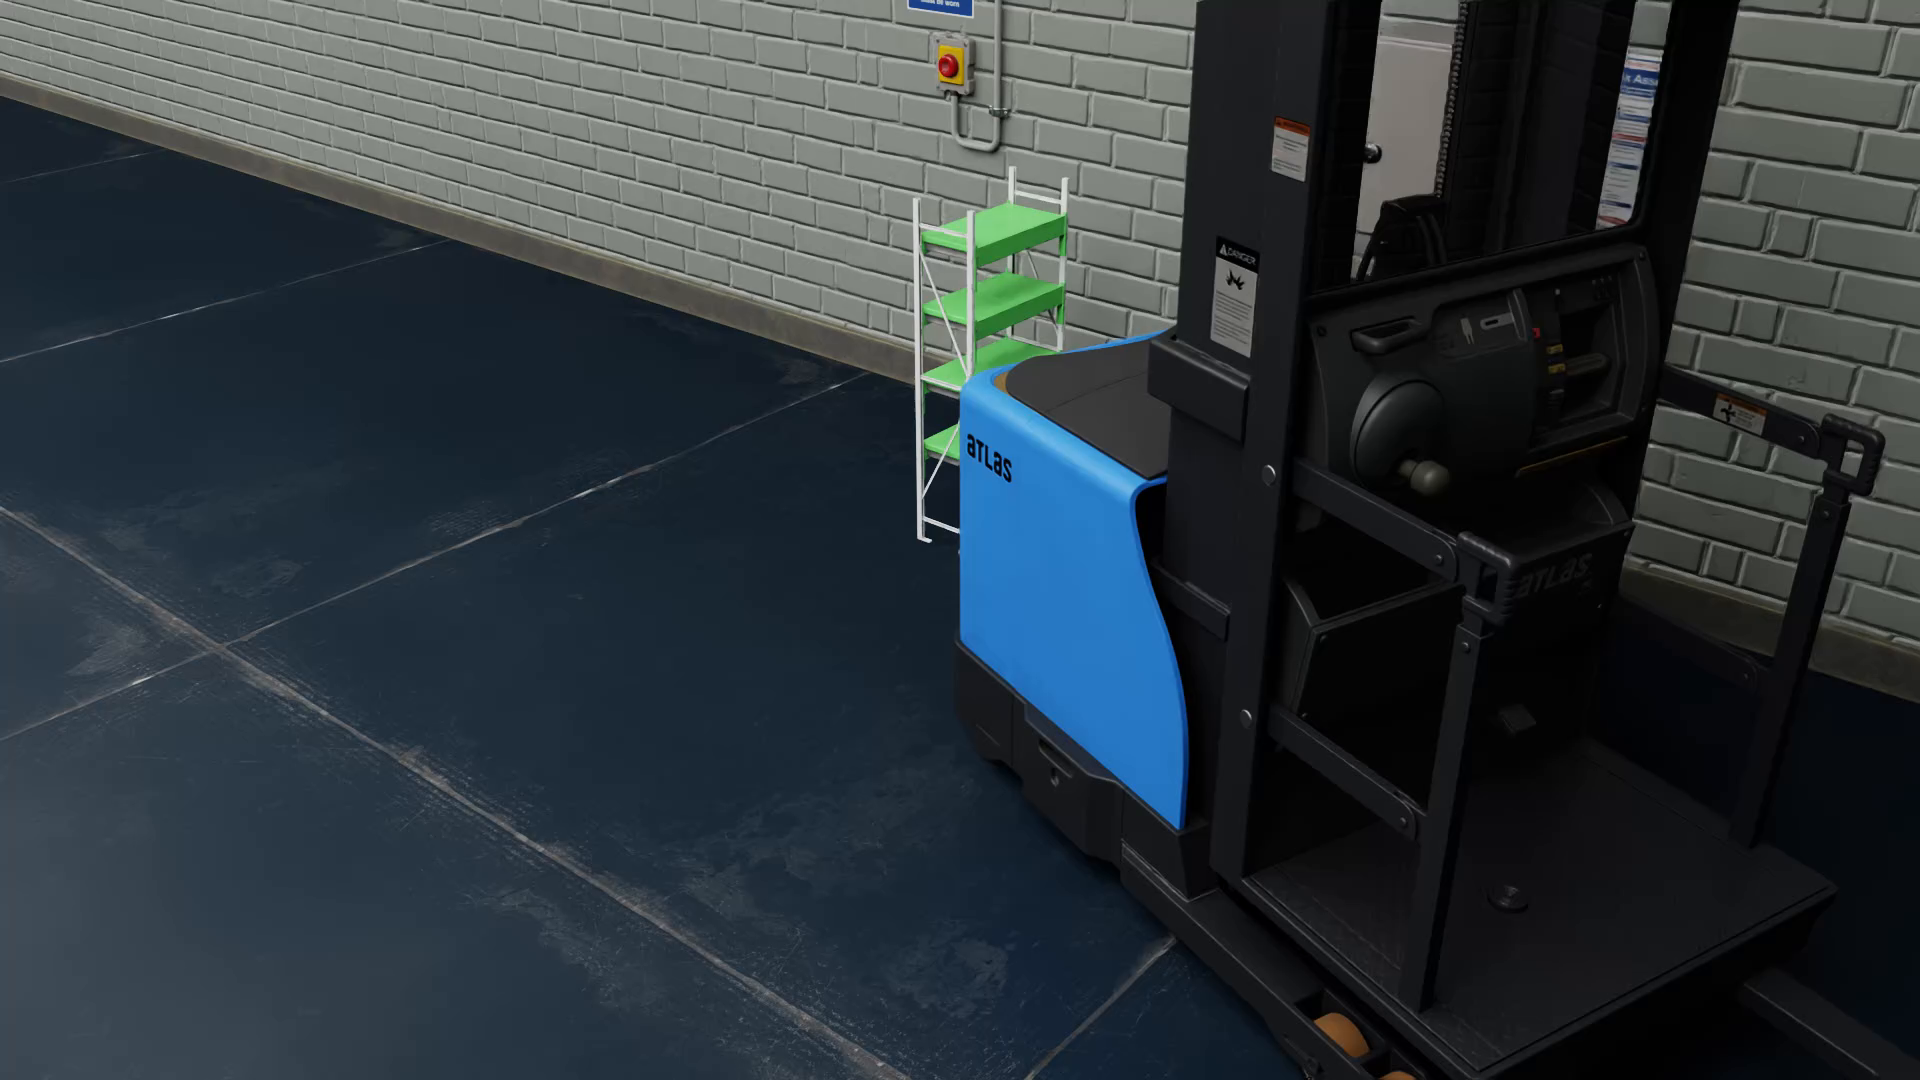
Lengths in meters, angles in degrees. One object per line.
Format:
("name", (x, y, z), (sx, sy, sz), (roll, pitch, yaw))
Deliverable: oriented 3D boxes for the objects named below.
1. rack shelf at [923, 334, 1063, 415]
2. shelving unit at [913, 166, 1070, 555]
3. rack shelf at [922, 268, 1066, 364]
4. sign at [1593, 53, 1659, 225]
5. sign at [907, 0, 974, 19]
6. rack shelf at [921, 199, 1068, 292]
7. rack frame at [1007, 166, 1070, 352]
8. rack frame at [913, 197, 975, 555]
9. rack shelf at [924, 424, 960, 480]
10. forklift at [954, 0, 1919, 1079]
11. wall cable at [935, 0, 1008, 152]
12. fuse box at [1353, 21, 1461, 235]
("rack shelf", (0.105, -0.535, 5.617), (0.258, 0.148, 0.480), (21, 34, 34))
("shelving unit", (0.105, -0.592, 5.588), (0.258, 1.200, 0.503), (21, 34, 34))
("rack shelf", (0.105, -0.748, 5.507), (0.258, 0.148, 0.480), (21, 34, 34))
("sign", (1.964, -1.142, 4.796), (0.329, 0.494, 0.001), (21, 34, 34))
("sign", (-0.075, -2.076, 6.205), (0.327, 0.218, 0.001), (21, 34, 34))
("rack shelf", (0.105, -0.961, 5.397), (0.258, 0.148, 0.480), (21, 34, 34))
("rack frame", (0.260, -0.678, 5.755), (0.240, 1.200, 0.015), (21, 34, 34))
("rack frame", (-0.050, -0.505, 5.421), (0.240, 1.200, 0.015), (21, 34, 34))
("rack shelf", (0.105, -0.322, 5.727), (0.258, 0.148, 0.480), (21, 34, 34))
("forklift", (1.170, -0.304, 3.147), (1.130, 2.935, 3.031), (-15, 31, -27))
("wall cable", (-0.077, -2.386, 5.957), (0.585, 1.953, 0.123), (21, 34, 34))
("fuse box", (1.451, -0.682, 5.207), (0.539, 1.711, 0.414), (21, 34, 34))
